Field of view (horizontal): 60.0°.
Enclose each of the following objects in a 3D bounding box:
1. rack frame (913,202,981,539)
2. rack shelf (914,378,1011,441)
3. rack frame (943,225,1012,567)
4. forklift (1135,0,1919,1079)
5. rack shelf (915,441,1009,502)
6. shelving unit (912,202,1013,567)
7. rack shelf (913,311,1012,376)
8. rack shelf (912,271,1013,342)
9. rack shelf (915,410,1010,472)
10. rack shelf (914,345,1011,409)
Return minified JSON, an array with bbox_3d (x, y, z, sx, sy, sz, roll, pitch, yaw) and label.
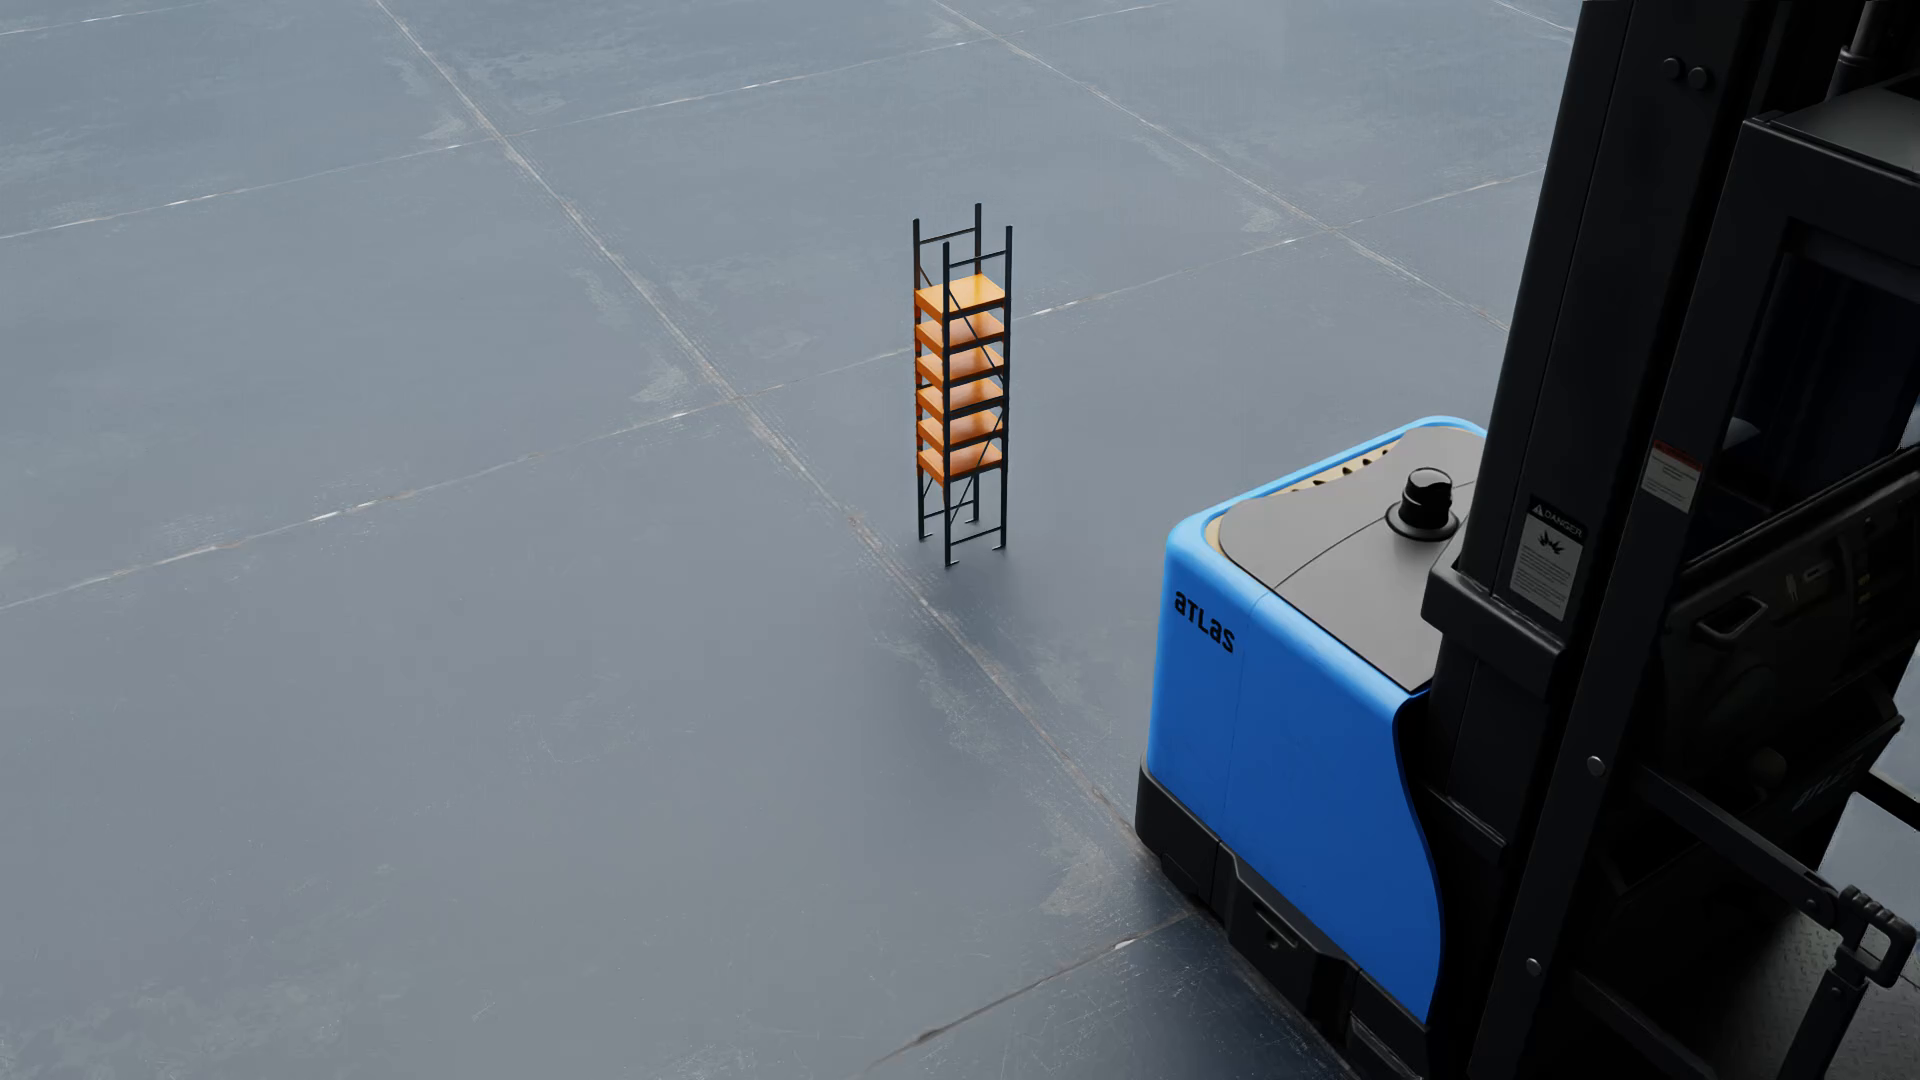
[{"bbox_3d":[-0.039,-0.524,5.450,0.240,1.200,0.006,-19,40,-24],"label":"rack frame"},{"bbox_3d":[0.007,-0.441,5.412,0.258,0.103,0.180,-19,40,-24],"label":"rack shelf"},{"bbox_3d":[0.053,-0.430,5.322,0.240,1.200,0.006,-19,40,-24],"label":"rack frame"},{"bbox_3d":[1.721,0.209,2.978,1.130,2.935,3.031,-22,41,-27],"label":"forklift"},{"bbox_3d":[0.007,-0.247,5.554,0.258,0.103,0.180,-19,40,-24],"label":"rack shelf"},{"bbox_3d":[0.007,-0.477,5.386,0.258,1.200,0.189,-19,40,-24],"label":"shelving unit"},{"bbox_3d":[0.007,-0.635,5.271,0.258,0.103,0.180,-19,40,-24],"label":"rack shelf"},{"bbox_3d":[0.007,-0.732,5.200,0.258,0.103,0.180,-19,40,-24],"label":"rack shelf"},{"bbox_3d":[0.007,-0.344,5.483,0.258,0.103,0.180,-19,40,-24],"label":"rack shelf"},{"bbox_3d":[0.007,-0.538,5.341,0.258,0.103,0.180,-19,40,-24],"label":"rack shelf"}]
